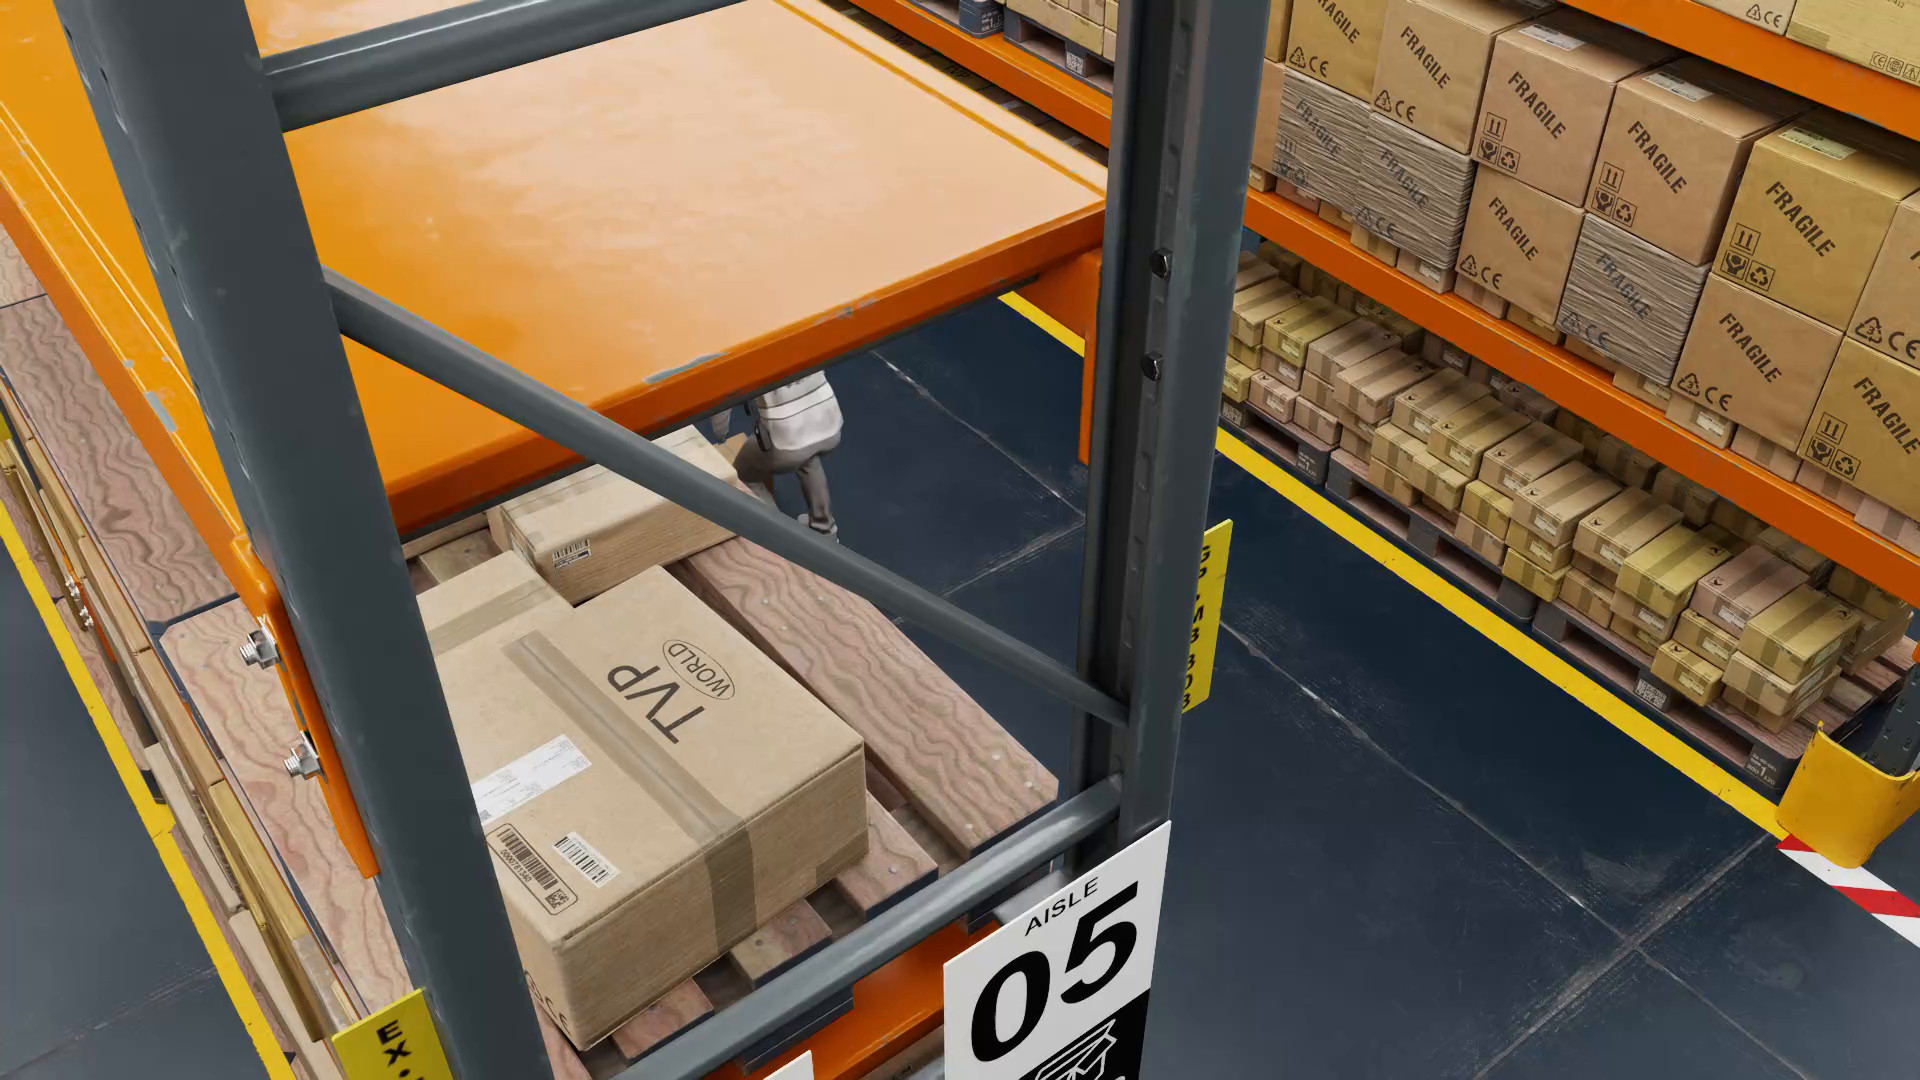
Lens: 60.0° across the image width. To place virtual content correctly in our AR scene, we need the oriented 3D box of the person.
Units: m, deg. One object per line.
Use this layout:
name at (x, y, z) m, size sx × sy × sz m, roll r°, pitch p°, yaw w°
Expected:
person at (-0.819, -0.525, 7.219) m, size 0.534 × 1.429 × 0.674 m, roll -26°, pitch 47°, yaw -27°
